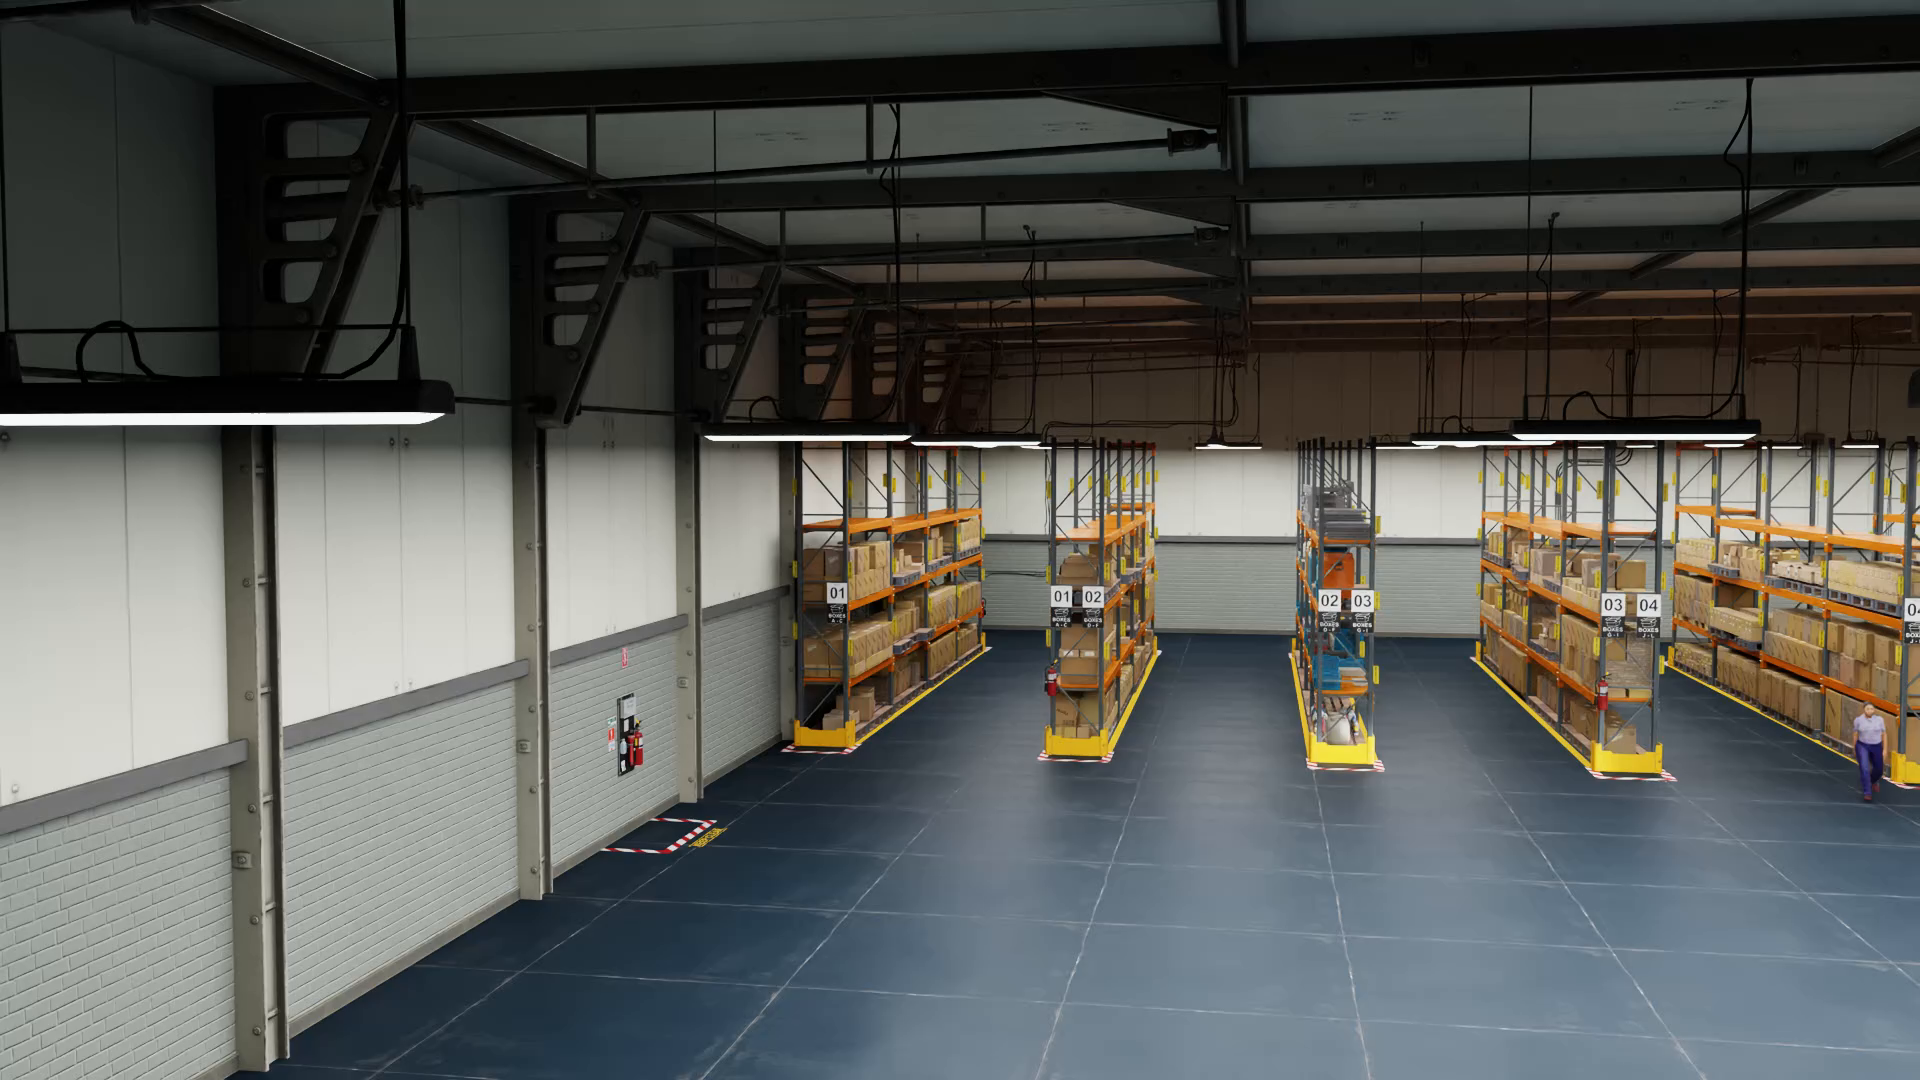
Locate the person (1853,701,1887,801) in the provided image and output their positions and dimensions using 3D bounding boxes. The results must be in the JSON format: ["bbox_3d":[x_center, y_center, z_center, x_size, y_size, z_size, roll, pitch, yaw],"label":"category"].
[{"bbox_3d":[15.054,3.455,27.527,0.504,1.608,0.912,1,3,19],"label":"person"}]
